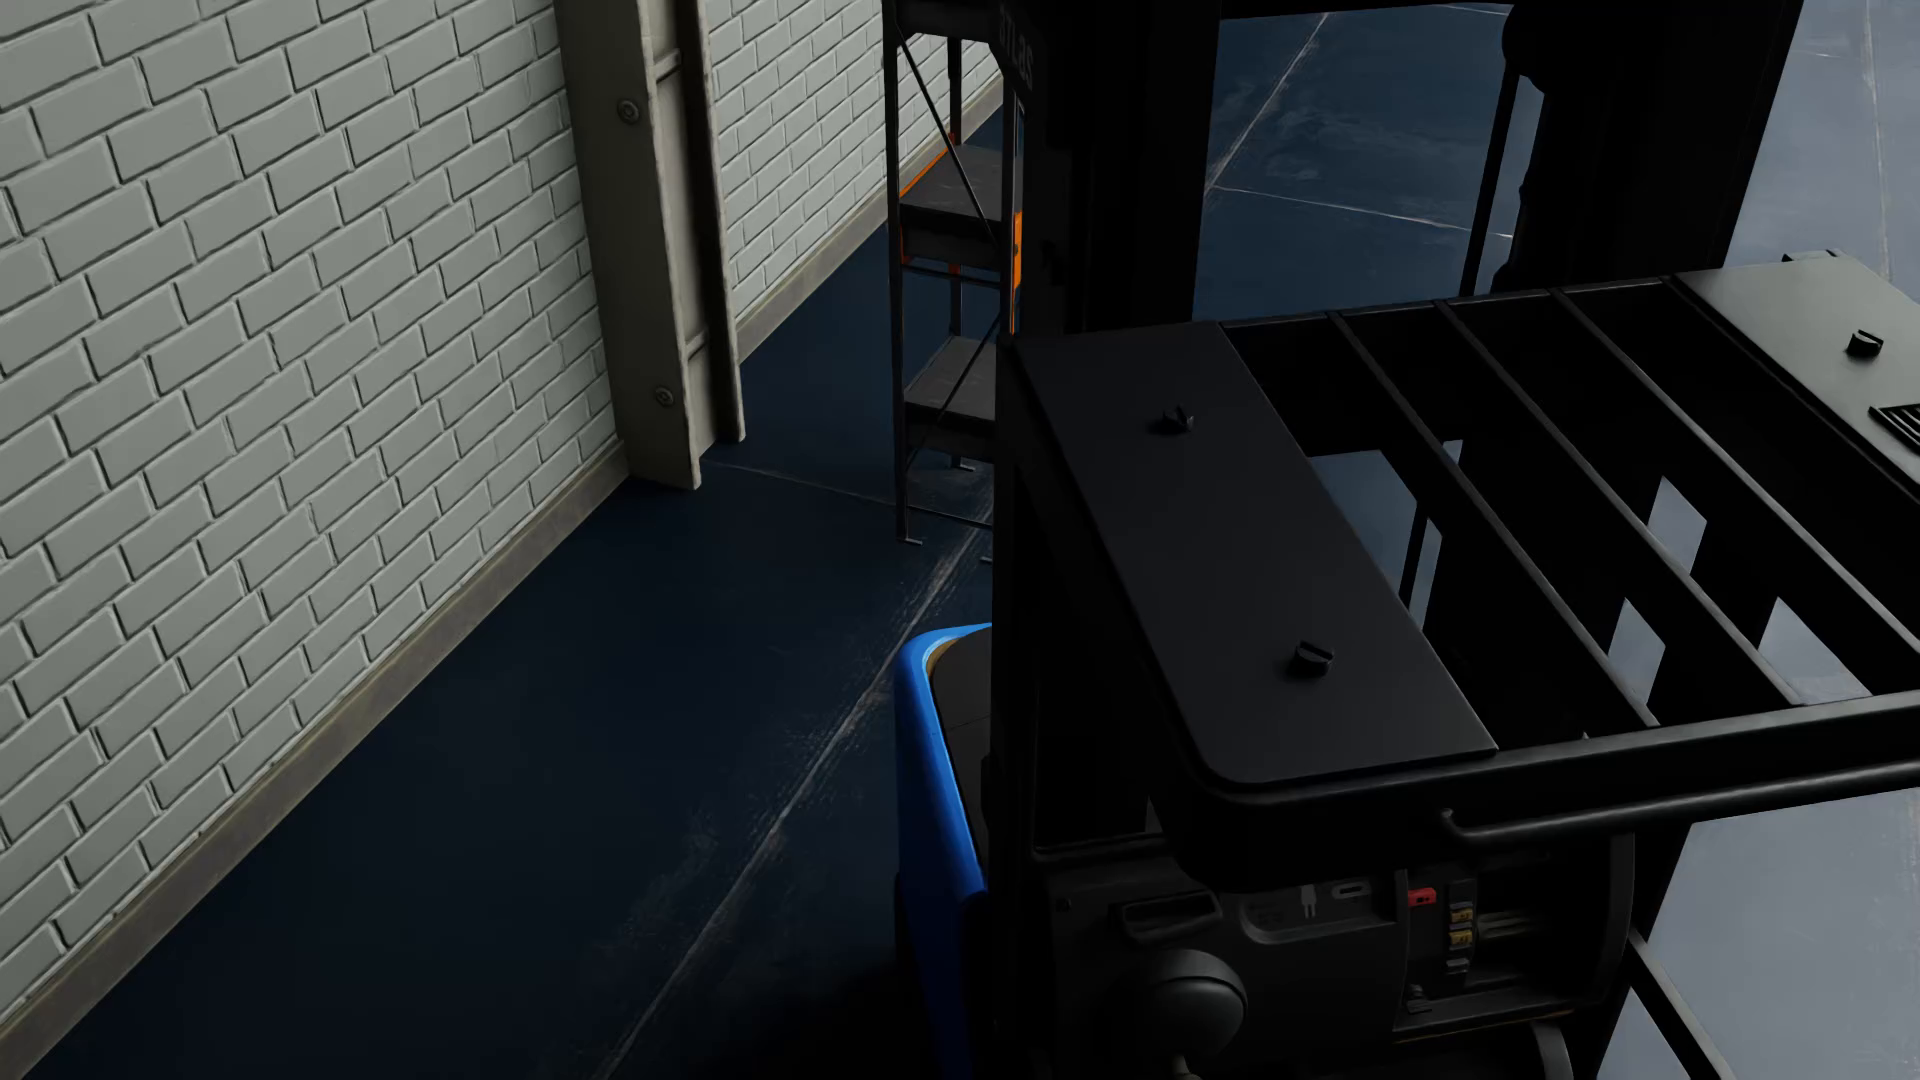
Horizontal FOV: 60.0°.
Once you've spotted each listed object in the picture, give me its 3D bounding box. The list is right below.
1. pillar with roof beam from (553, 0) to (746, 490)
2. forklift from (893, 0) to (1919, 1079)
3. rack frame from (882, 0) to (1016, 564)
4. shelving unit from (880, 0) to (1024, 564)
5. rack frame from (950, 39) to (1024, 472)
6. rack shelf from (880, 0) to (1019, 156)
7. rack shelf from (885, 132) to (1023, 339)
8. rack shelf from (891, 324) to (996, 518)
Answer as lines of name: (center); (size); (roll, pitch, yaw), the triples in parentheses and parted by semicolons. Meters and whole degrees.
pillar with roof beam: (2.958, -2.946, 2.175); (9.100, 9.000, 0.400); (14, 39, 18)
forklift: (0.632, 0.700, 2.365); (1.130, 2.935, 3.031); (-7, 37, -9)
rack frame: (-0.030, -0.798, 5.063); (0.400, 2.100, 0.015); (14, 39, 18)
shelving unit: (0.063, -0.933, 5.244); (0.431, 2.100, 0.503); (14, 39, 18)
rack frame: (0.156, -1.068, 5.425); (0.400, 2.100, 0.015); (14, 39, 18)
rack shelf: (0.063, -1.482, 4.833); (0.431, 0.518, 0.480); (14, 39, 18)
rack shelf: (0.063, -0.922, 5.252); (0.431, 0.518, 0.480); (14, 39, 18)
rack shelf: (0.063, -0.361, 5.671); (0.431, 0.518, 0.480); (14, 39, 18)
